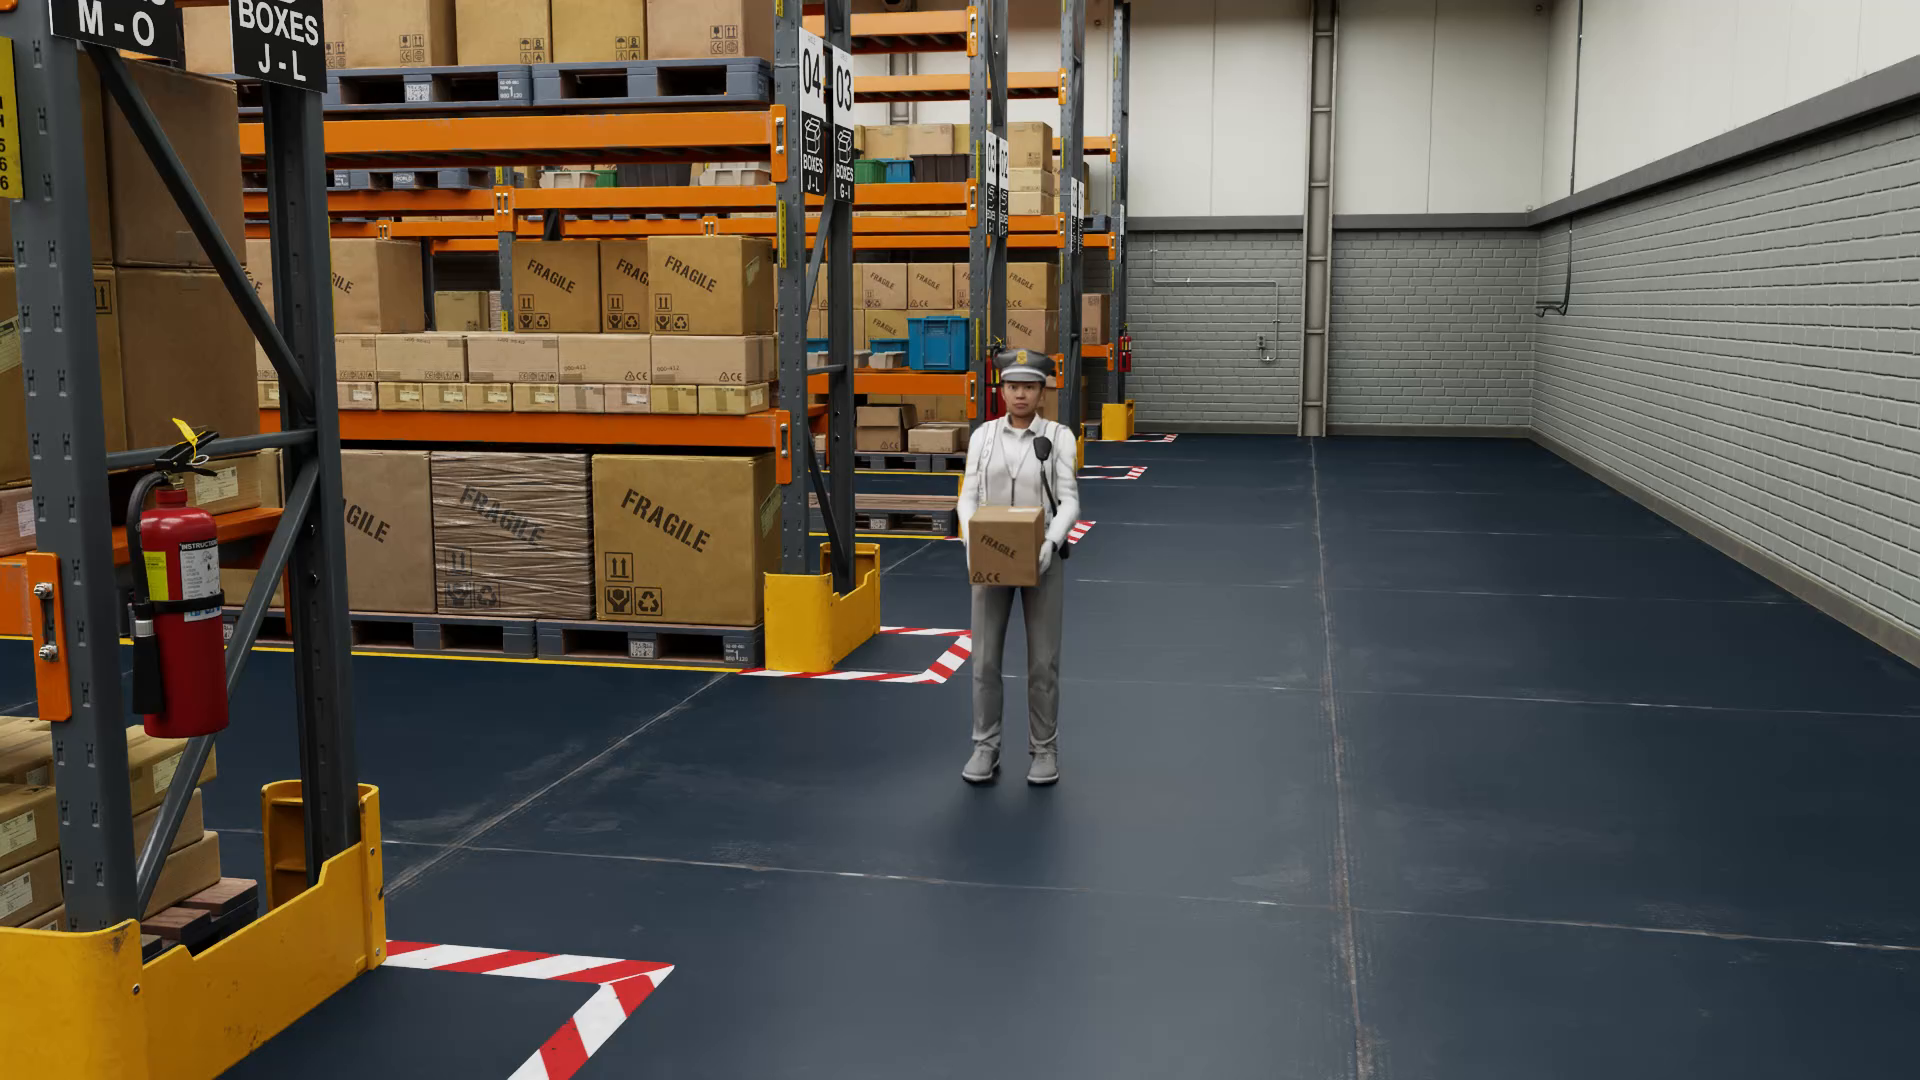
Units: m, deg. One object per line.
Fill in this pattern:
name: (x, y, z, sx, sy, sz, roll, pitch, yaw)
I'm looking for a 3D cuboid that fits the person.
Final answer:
person: (0.219, 0.104, 6.473, 0.486, 1.692, 0.504, 2, 8, 11)
